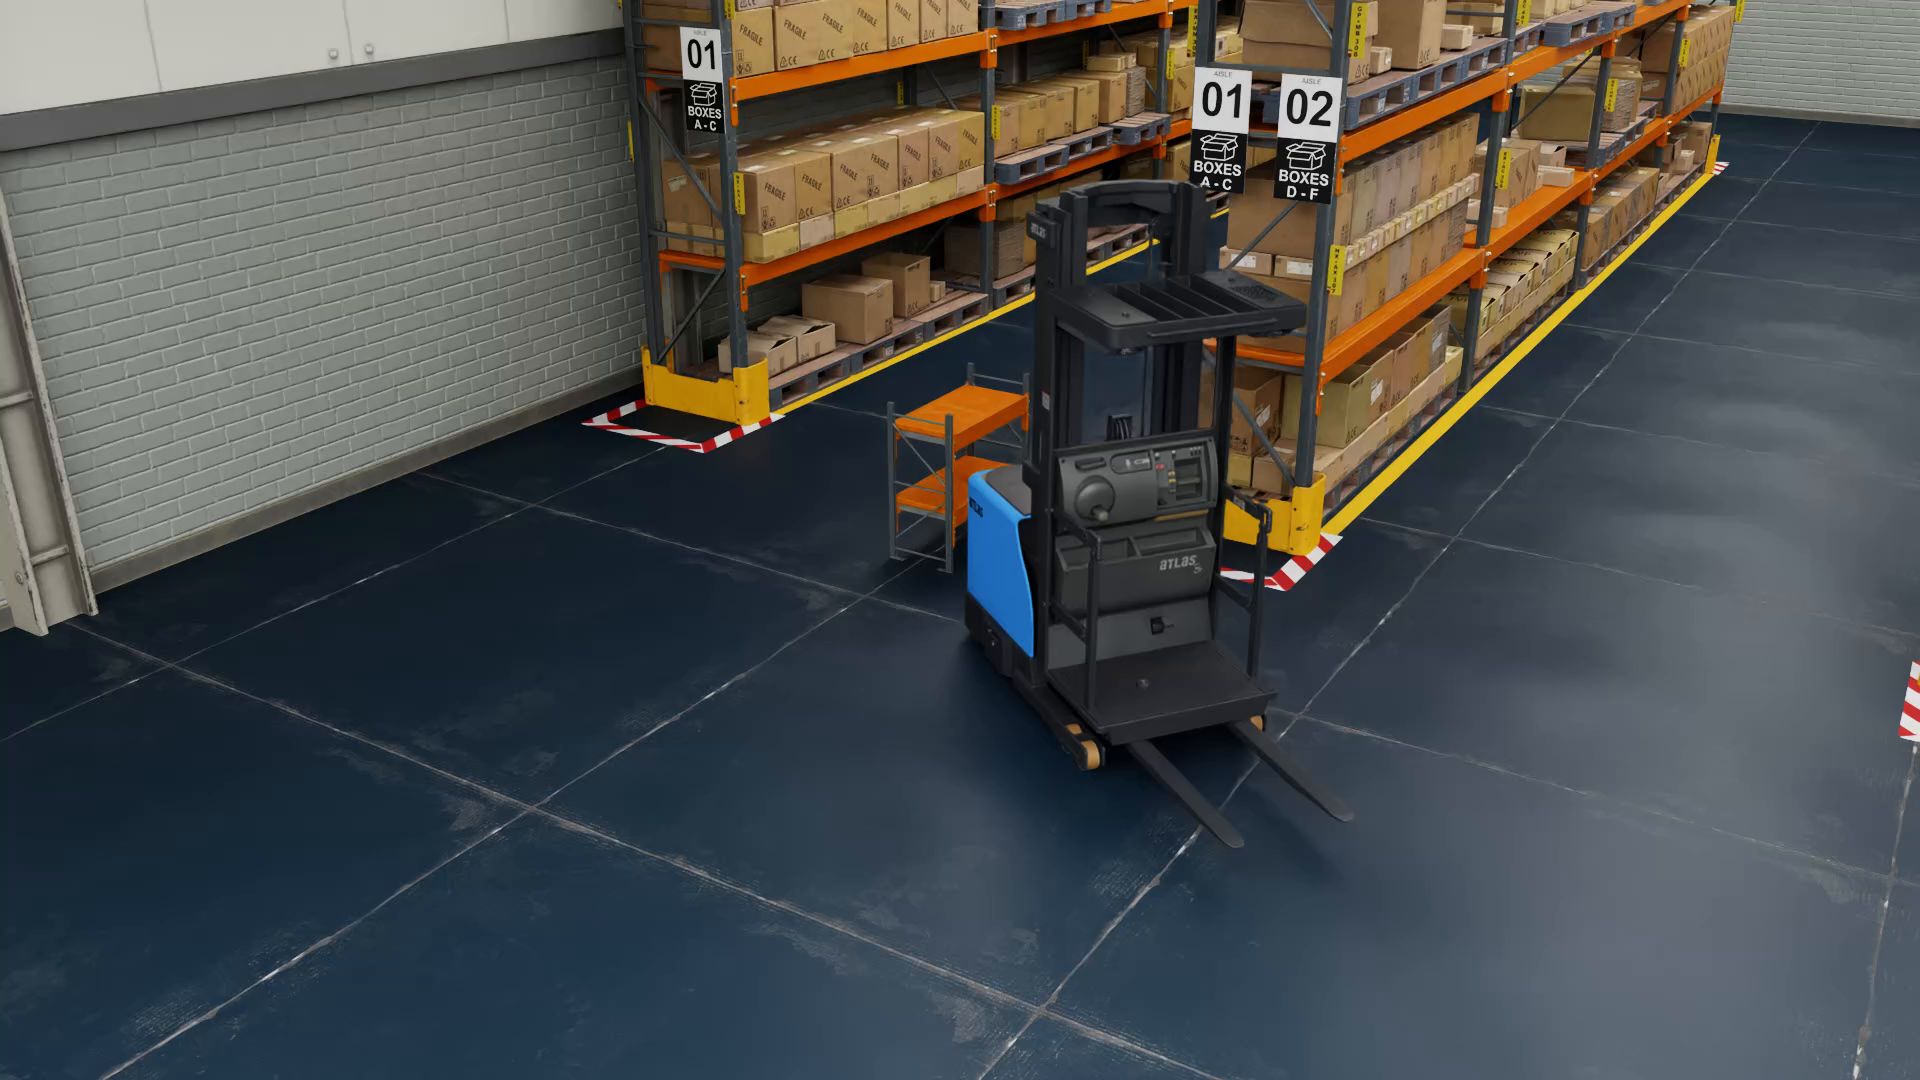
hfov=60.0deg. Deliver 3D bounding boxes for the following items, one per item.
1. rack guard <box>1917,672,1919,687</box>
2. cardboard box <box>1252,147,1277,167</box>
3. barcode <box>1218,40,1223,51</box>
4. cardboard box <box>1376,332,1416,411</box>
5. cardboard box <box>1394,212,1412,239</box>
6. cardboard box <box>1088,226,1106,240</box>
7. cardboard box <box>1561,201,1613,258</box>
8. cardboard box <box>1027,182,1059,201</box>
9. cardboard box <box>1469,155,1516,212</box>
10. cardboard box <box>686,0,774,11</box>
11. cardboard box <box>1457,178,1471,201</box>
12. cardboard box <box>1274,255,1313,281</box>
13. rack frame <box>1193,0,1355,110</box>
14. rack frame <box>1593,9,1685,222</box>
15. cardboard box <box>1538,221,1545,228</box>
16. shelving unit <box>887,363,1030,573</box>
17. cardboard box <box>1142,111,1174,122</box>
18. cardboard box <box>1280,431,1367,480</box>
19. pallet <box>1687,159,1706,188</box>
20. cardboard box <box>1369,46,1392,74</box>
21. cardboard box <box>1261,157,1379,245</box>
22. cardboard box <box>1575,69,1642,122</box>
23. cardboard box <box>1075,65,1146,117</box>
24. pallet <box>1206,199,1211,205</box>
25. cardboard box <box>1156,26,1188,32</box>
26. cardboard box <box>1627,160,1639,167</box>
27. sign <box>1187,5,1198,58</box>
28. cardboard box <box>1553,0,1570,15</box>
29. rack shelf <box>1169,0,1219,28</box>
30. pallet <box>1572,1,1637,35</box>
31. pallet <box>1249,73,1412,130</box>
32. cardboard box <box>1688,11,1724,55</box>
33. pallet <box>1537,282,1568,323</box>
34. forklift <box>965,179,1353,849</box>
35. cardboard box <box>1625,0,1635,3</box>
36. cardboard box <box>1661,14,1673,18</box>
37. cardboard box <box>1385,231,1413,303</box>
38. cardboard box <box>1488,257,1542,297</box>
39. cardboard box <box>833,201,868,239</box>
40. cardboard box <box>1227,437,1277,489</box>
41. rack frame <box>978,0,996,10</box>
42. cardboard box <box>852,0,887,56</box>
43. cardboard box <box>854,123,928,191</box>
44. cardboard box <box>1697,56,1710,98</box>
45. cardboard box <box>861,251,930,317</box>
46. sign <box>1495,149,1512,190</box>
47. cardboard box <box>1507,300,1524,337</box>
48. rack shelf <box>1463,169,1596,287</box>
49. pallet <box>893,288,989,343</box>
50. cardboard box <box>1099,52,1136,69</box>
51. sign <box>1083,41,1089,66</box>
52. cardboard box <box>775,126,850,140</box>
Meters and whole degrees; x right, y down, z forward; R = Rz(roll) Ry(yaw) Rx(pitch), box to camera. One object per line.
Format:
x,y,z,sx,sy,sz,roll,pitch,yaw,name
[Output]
6.191,0.705,9.491,1.175,0.500,0.348,14,27,29,rack guard
3.872,-5.492,22.838,0.750,0.750,0.750,14,27,30,cardboard box
1.734,-3.291,11.071,0.001,0.075,0.075,14,27,29,barcode
3.250,-1.361,13.106,0.500,0.500,0.500,14,27,29,cardboard box
3.186,-2.395,12.564,0.380,0.149,0.250,14,27,29,cardboard box
1.288,-3.834,19.423,0.700,0.500,0.500,14,27,29,cardboard box
6.959,-3.472,18.587,0.500,0.500,0.500,13,27,27,cardboard box
0.759,-3.809,18.421,0.500,0.250,0.500,13,27,27,cardboard box
4.792,-3.275,15.413,0.500,0.500,0.500,16,28,33,cardboard box
-1.816,-4.452,13.073,0.500,0.500,0.500,12,26,25,cardboard box
4.001,-2.919,13.775,0.380,0.149,0.250,13,27,28,cardboard box
2.375,-1.876,11.366,0.380,0.149,0.250,14,27,29,cardboard box
1.985,-4.199,10.121,1.000,3.000,0.127,14,27,29,rack frame
8.315,-5.496,20.669,1.000,3.000,0.127,14,27,29,rack frame
6.499,-3.565,18.802,0.500,0.500,0.500,15,28,31,cardboard box
0.004,-0.518,11.532,0.538,1.125,1.048,14,27,29,shelving unit
2.365,-5.139,20.136,0.380,0.149,0.250,13,27,28,cardboard box
2.717,-0.680,12.478,0.500,0.250,0.500,14,27,29,cardboard box
9.965,-5.271,23.660,1.003,0.211,1.213,14,27,29,pallet
2.755,-3.324,11.488,0.380,0.149,0.250,14,27,29,cardboard box
2.543,-2.438,11.847,0.700,0.500,0.500,13,27,28,cardboard box
7.435,-5.125,19.158,0.700,0.500,0.500,7,24,16,cardboard box
1.755,-5.269,19.467,0.700,0.500,0.500,11,26,23,cardboard box
2.474,-4.153,21.078,1.003,0.211,1.213,14,27,29,pallet
2.831,-6.444,21.390,0.500,0.250,0.500,13,27,28,cardboard box
8.770,-4.968,22.282,0.500,0.311,0.500,14,27,29,cardboard box
1.531,-3.310,10.831,0.100,0.325,0.005,14,27,29,sign
5.441,-5.110,15.662,0.500,0.250,0.500,13,27,28,cardboard box
3.049,-6.904,21.052,1.077,0.370,4.000,14,27,29,rack shelf
5.923,-5.188,16.420,1.213,0.211,1.003,15,28,31,pallet
2.380,-3.015,11.274,1.003,0.211,1.213,14,27,29,pallet
9.888,-6.796,22.288,0.500,0.500,0.500,15,27,30,cardboard box
5.737,-2.596,17.481,1.003,0.211,1.213,14,27,29,pallet
1.043,-0.297,8.746,1.130,2.935,3.031,-9,25,-20,forklift
6.675,-5.894,17.689,0.910,0.500,0.500,14,27,29,cardboard box
9.162,-6.738,22.155,0.500,0.500,0.500,14,27,28,cardboard box
3.056,-2.169,12.859,0.700,0.500,0.500,15,27,31,cardboard box
5.334,-2.590,16.184,0.500,0.311,0.500,15,27,30,cardboard box
-1.163,-2.870,14.767,0.500,0.250,0.500,13,27,28,cardboard box
2.017,-0.619,12.337,0.500,0.250,0.500,14,27,29,cardboard box
-0.116,-6.585,15.635,1.000,3.000,0.127,14,27,29,rack frame
-0.988,-4.509,14.464,0.500,0.500,0.500,16,28,32,cardboard box
-0.635,-3.555,15.406,0.500,0.500,0.500,13,27,27,cardboard box
9.615,-6.170,22.101,0.500,0.500,0.500,13,27,28,cardboard box
-0.629,-2.528,16.407,0.500,0.500,0.500,12,26,25,cardboard box
4.567,-3.113,13.977,0.100,0.325,0.005,14,27,29,sign
5.060,-2.158,15.892,0.500,0.250,0.500,13,27,27,cardboard box
5.150,-3.140,16.134,1.077,0.370,4.000,14,27,29,rack shelf
-0.440,-2.319,16.840,1.003,0.211,1.213,14,27,29,pallet
1.838,-5.605,19.426,0.380,0.149,0.250,10,25,22,cardboard box
1.521,-5.829,19.981,0.100,0.325,0.005,14,27,29,sign
-1.349,-3.484,15.241,0.500,0.500,0.500,14,27,30,cardboard box
